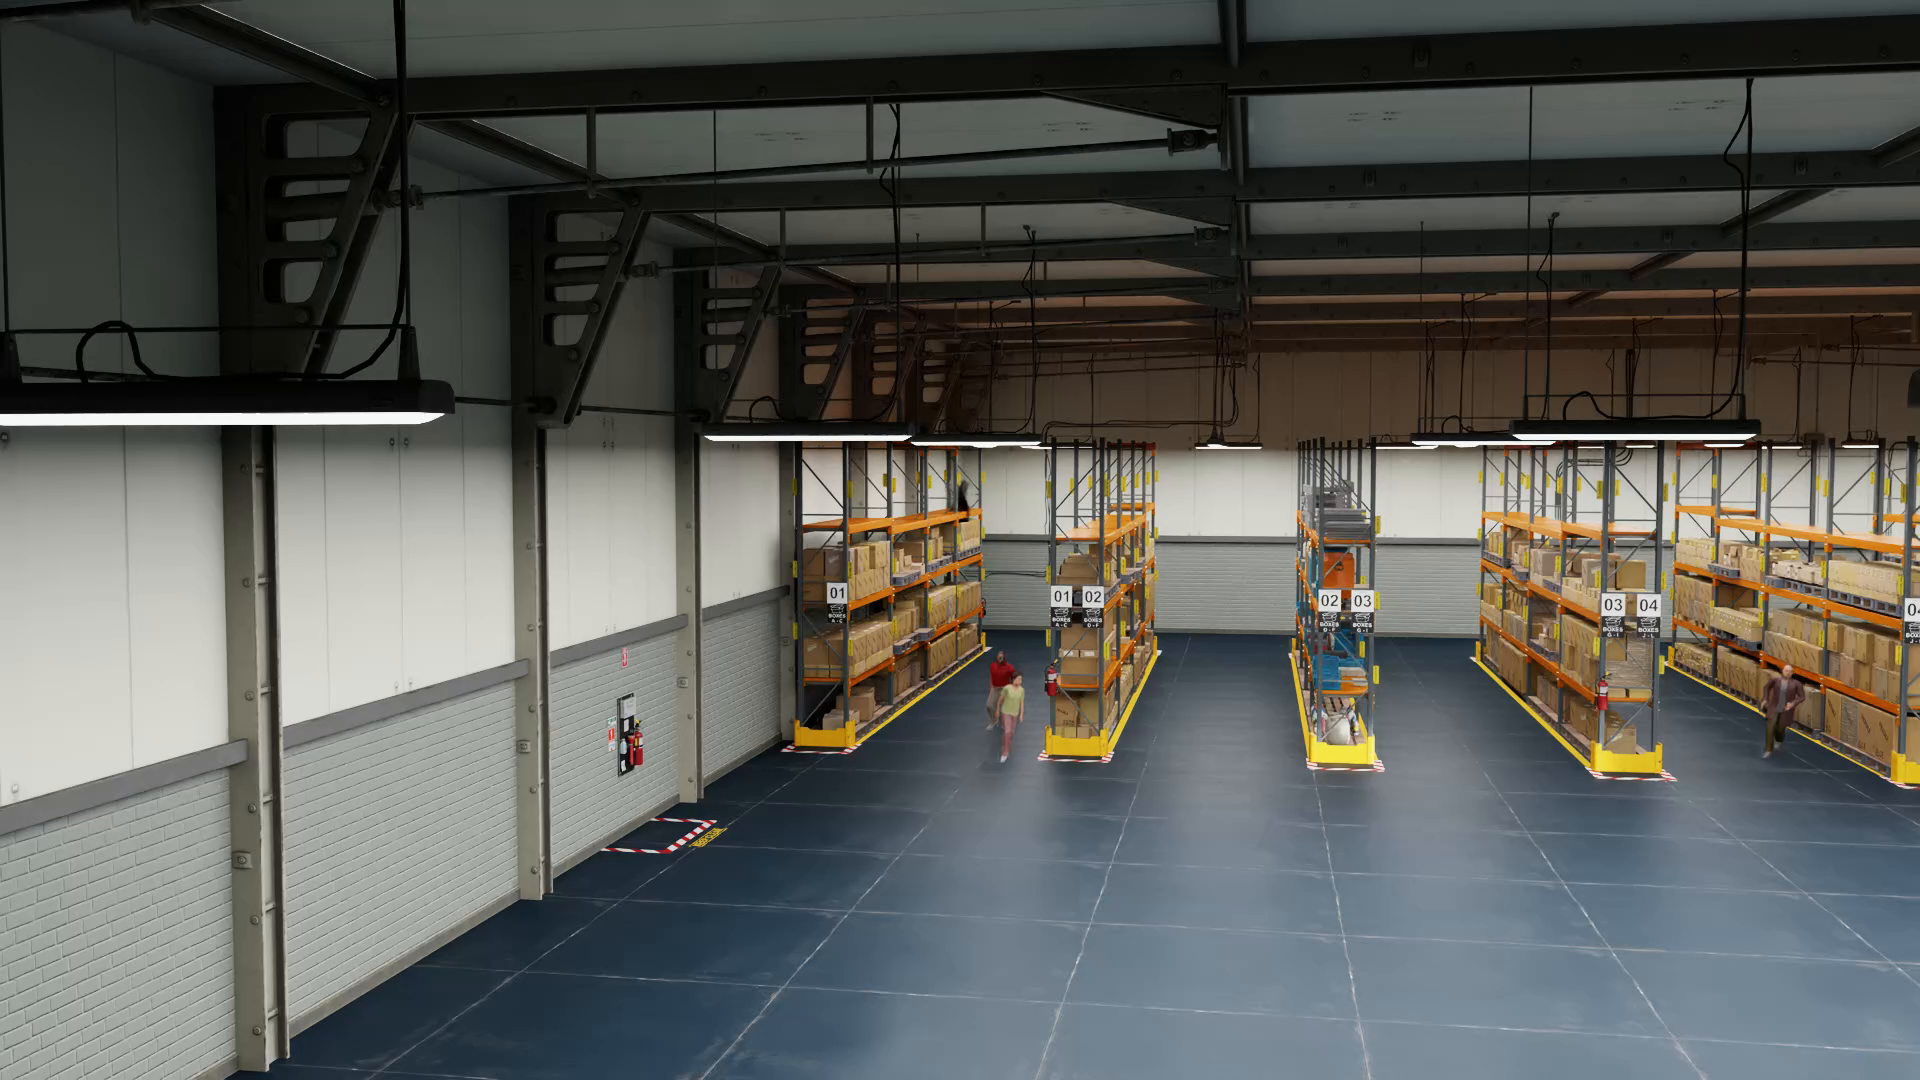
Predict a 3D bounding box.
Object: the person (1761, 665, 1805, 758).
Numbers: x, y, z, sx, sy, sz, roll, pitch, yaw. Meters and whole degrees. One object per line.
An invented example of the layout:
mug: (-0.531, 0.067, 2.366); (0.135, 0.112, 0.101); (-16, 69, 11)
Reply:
person: (15.452, 3.200, 31.218); (0.745, 1.727, 0.928); (2, 4, 34)

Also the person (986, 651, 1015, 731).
person: (0.863, 3.091, 34.067); (0.660, 1.672, 0.744); (1, 3, 19)

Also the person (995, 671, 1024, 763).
person: (0.907, 3.270, 30.985); (0.558, 1.672, 0.630); (-1, 3, -23)
